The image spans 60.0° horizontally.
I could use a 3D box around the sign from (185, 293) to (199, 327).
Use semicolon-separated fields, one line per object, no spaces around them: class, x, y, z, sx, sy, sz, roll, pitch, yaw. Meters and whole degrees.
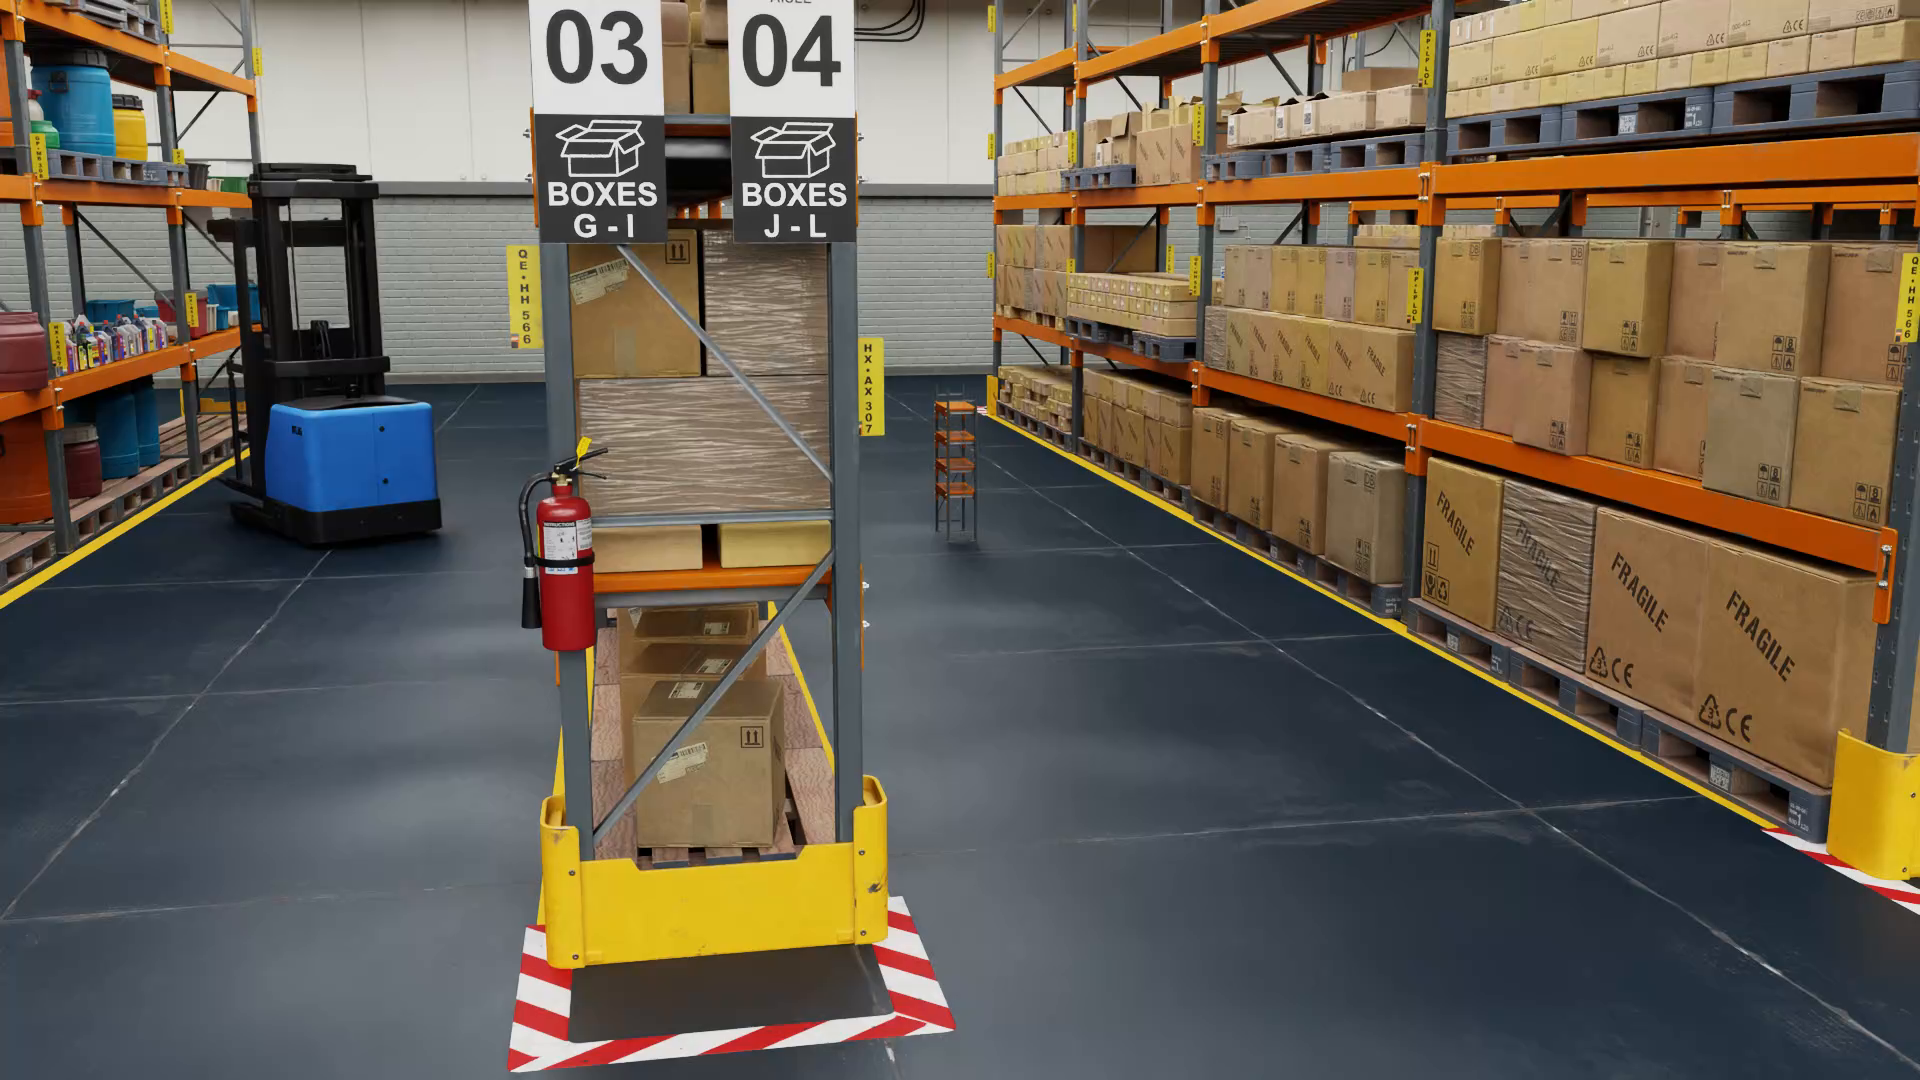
sign;-7.488;-2.241;16.210;0.100;0.325;0.005;-2;11;-11

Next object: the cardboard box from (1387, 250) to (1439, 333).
cardboard box;3.169;-1.592;10.595;0.700;0.500;0.500;-2;11;-12

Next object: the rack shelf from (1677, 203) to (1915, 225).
rack shelf;11.031;-4.294;21.638;1.077;0.370;4.000;-2;11;-11

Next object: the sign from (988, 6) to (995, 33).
sign;0.405;-6.587;21.025;0.100;0.325;0.005;-2;11;-11

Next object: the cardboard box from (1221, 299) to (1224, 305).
cardboard box;2.542;-2.069;14.796;0.380;0.149;0.250;-2;11;-8

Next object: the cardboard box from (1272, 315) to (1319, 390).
cardboard box;2.610;-1.374;12.125;0.500;0.500;0.500;-2;11;-12

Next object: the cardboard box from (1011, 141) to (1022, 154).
cardboard box;0.837;-4.791;20.319;0.380;0.149;0.250;-2;11;-10

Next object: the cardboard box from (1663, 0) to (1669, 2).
cardboard box;3.404;-2.507;7.471;0.380;0.149;0.250;-2;11;-12

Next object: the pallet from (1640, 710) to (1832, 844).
pallet;3.817;0.999;7.382;1.003;0.211;1.213;-2;11;-11

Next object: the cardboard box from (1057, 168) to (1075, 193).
cardboard box;1.355;-3.908;18.084;0.500;0.250;0.500;-2;11;-10

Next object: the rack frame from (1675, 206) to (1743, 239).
rack frame;10.642;-3.541;23.779;1.000;3.000;0.127;-2;11;-11

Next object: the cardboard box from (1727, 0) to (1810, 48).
cardboard box;3.584;-2.200;6.924;0.500;0.250;0.500;-2;11;-11

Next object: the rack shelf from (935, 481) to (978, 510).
rack shelf;-0.032;-0.359;13.294;0.258;0.148;0.480;-2;11;-11

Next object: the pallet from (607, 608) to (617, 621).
pallet;-1.766;0.428;10.381;1.003;0.211;1.213;-2;11;-11

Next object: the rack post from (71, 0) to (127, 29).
rack post;-7.509;-4.421;13.692;0.937;0.300;0.954;-1;11;-5

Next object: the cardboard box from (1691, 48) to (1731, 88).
cardboard box;3.454;-2.068;7.297;0.380;0.149;0.250;-2;11;-12

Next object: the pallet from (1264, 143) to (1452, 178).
pallet;2.891;-2.754;12.125;1.003;0.211;1.213;-2;11;-8

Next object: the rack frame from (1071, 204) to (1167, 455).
rack frame;1.716;-2.428;17.929;1.000;3.000;0.127;-2;11;-11

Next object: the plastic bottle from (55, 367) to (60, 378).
plastic bottle;-7.017;-1.382;12.769;0.152;0.276;0.135;-2;11;-11

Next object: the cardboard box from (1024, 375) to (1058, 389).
cardboard box;0.982;-1.910;20.121;0.380;0.149;0.250;-2;11;-10

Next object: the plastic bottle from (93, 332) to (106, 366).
plastic bottle;-7.197;-1.600;13.890;0.061;0.283;0.133;-2;11;-11

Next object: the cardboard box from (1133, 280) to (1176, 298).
cardboard box;1.795;-2.286;15.140;0.380;0.149;0.250;-2;11;-9

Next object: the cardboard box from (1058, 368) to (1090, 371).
cardboard box;1.457;-2.081;21.015;0.380;0.149;0.250;-2;11;-12

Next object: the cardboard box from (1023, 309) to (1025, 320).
cardboard box;0.983;-2.777;20.436;0.380;0.149;0.250;-2;11;-12

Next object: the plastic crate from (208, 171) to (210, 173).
plastic crate;-9.004;-4.148;19.295;0.497;0.269;0.590;-2;11;-11

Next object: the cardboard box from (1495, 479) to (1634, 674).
cardboard box;3.504;0.160;8.893;0.875;0.875;0.875;-2;11;-11

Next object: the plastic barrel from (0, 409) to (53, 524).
plastic barrel;-7.362;-0.581;12.910;0.600;0.830;0.708;-2;11;-11

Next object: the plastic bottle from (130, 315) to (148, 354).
plastic bottle;-7.492;-1.871;15.136;0.144;0.351;0.185;-2;11;-11

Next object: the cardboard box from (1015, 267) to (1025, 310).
cardboard box;0.966;-3.077;20.276;0.500;0.500;0.500;-2;11;-10

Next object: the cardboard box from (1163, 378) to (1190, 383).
cardboard box;2.312;-1.456;16.380;0.500;0.250;0.500;-3;11;-14

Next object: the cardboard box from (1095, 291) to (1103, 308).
cardboard box;1.550;-2.376;16.410;0.380;0.149;0.250;-2;11;-9

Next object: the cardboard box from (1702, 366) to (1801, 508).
cardboard box;3.805;-0.467;7.227;0.875;0.550;0.550;-2;11;-11

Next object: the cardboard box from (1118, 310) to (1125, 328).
cardboard box;1.702;-2.086;15.684;0.380;0.149;0.250;-2;11;-9

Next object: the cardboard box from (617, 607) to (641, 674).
cardboard box;-1.456;0.403;8.621;0.500;0.500;0.500;1;11;7

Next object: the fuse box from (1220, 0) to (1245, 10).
fuse box;4.411;-8.898;27.322;0.513;0.334;0.176;-2;11;-11

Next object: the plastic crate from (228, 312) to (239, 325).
plastic crate;-8.427;-2.523;18.973;0.396;0.136;0.243;-2;11;-11

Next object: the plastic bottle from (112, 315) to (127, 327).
plastic bottle;-7.633;-1.866;15.108;0.144;0.351;0.185;-2;11;-11

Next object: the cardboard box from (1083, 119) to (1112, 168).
cardboard box;1.681;-4.083;17.214;0.700;0.500;0.500;-2;11;-11

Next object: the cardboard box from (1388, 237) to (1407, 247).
cardboard box;5.803;-3.613;21.216;0.500;0.500;0.500;-2;11;-11

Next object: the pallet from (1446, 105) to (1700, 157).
pallet;3.420;-2.240;9.158;1.003;0.211;1.213;-2;11;-11

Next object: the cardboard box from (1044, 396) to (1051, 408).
cardboard box;1.187;-1.619;19.387;0.380;0.149;0.250;-2;11;-10

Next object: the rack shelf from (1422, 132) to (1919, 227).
rack shelf;3.661;-1.714;8.080;1.077;0.370;4.000;-2;11;-11

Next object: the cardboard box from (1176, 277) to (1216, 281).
cardboard box;2.292;-2.448;15.993;0.380;0.149;0.250;-2;11;-12

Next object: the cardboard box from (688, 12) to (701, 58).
cardboard box;-0.788;-1.813;6.010;0.380;0.149;0.250;-2;11;-12

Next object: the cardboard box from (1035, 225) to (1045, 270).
cardboard box;1.167;-3.380;19.193;0.500;0.500;0.500;-2;11;-10

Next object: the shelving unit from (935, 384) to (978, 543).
shelving unit;-0.032;-0.620;13.244;0.258;1.200;0.503;-2;11;-11

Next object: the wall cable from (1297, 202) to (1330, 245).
wall cable;6.043;-4.946;28.443;0.588;1.984;0.122;-2;11;-11

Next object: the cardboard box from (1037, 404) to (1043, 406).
cardboard box;1.119;-1.533;19.731;0.380;0.149;0.250;-2;11;-10

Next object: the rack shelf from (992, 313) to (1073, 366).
rack shelf;1.327;-2.441;19.924;1.077;0.370;4.000;-2;11;-11

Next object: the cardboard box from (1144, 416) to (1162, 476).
cardboard box;2.012;-0.879;15.355;0.500;0.500;0.500;-2;11;-9

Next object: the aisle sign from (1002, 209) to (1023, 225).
aisle sign;0.629;-4.441;21.554;0.394;0.787;0.004;-2;11;-11

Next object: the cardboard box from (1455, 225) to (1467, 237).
cardboard box;6.129;-3.674;19.802;0.380;0.149;0.250;-2;11;-11

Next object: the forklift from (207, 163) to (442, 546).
forklift;-5.490;-1.616;13.851;1.130;2.935;3.031;-9;14;-39
